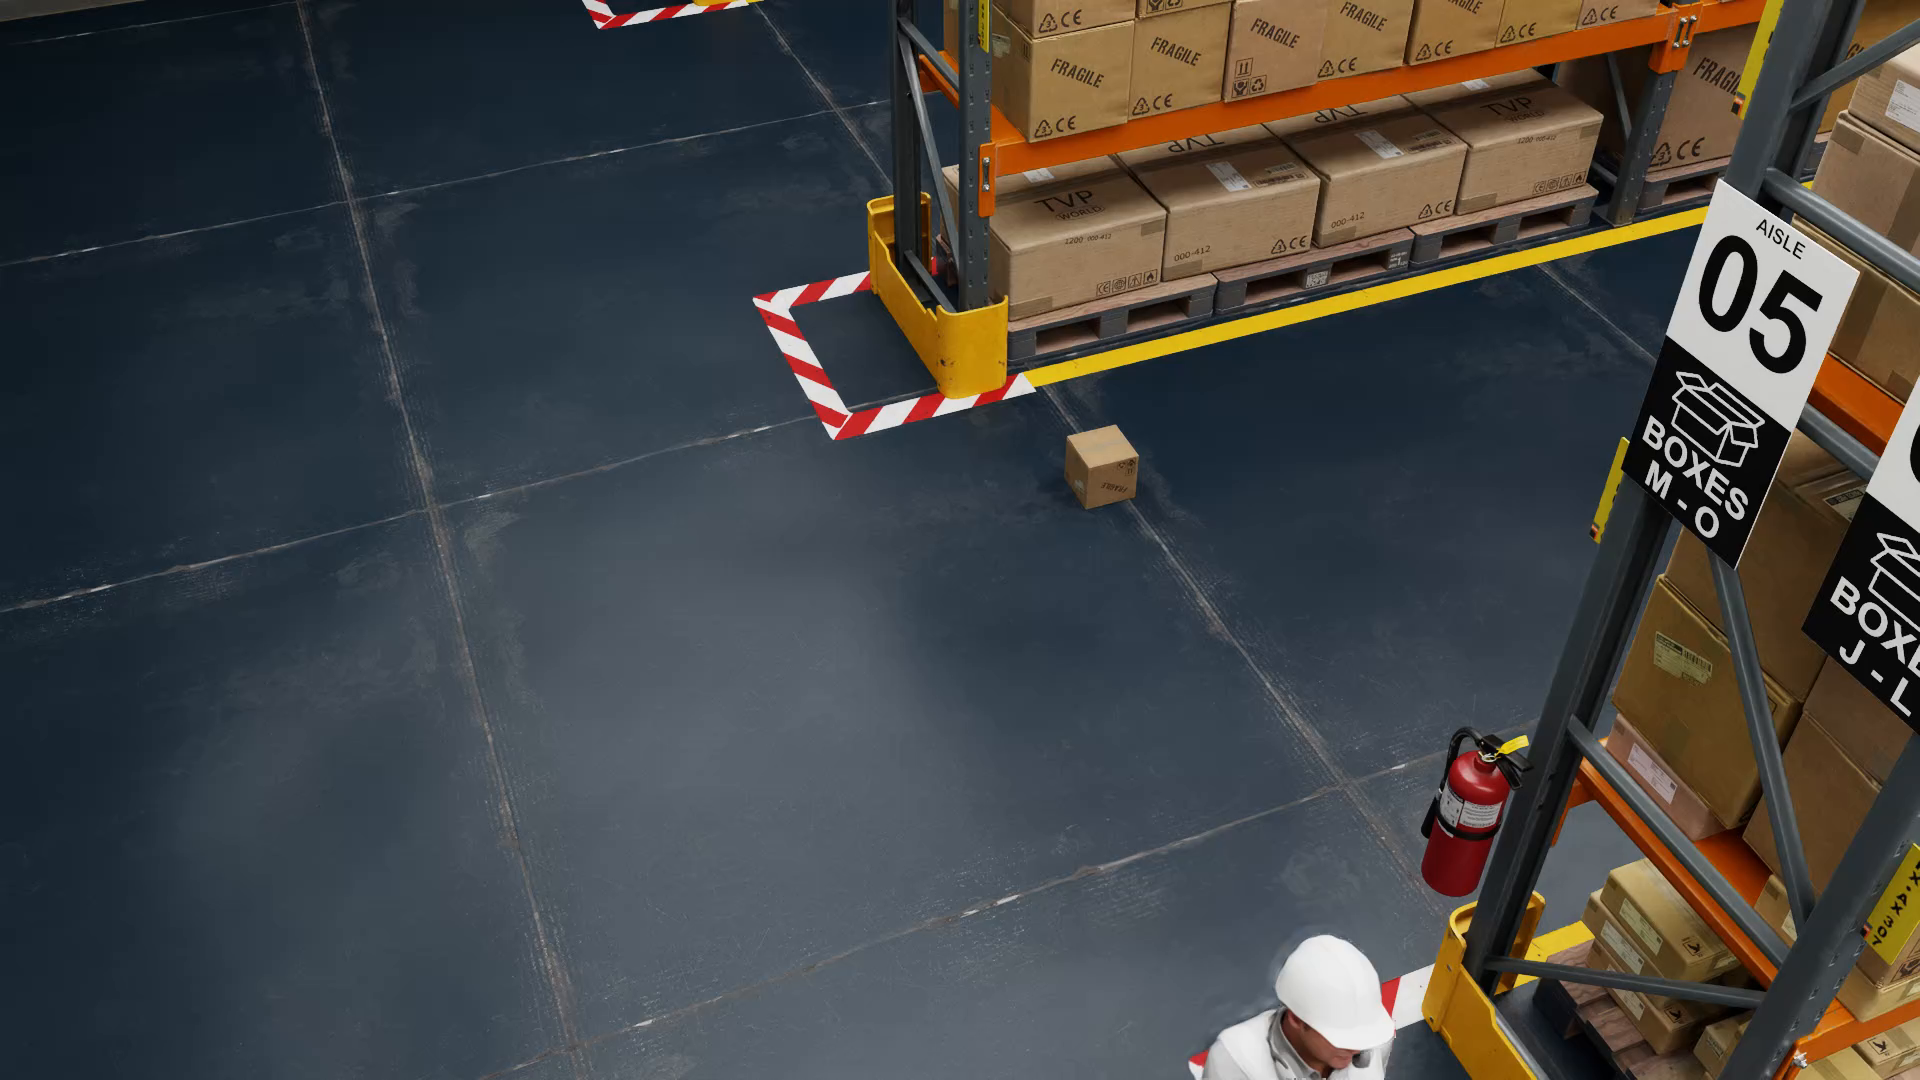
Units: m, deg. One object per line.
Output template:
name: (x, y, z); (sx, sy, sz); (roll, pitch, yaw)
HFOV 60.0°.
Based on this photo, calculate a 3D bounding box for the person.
person: (0.825, 1.656, 4.247); (0.577, 1.785, 0.477); (-12, 43, -13)
